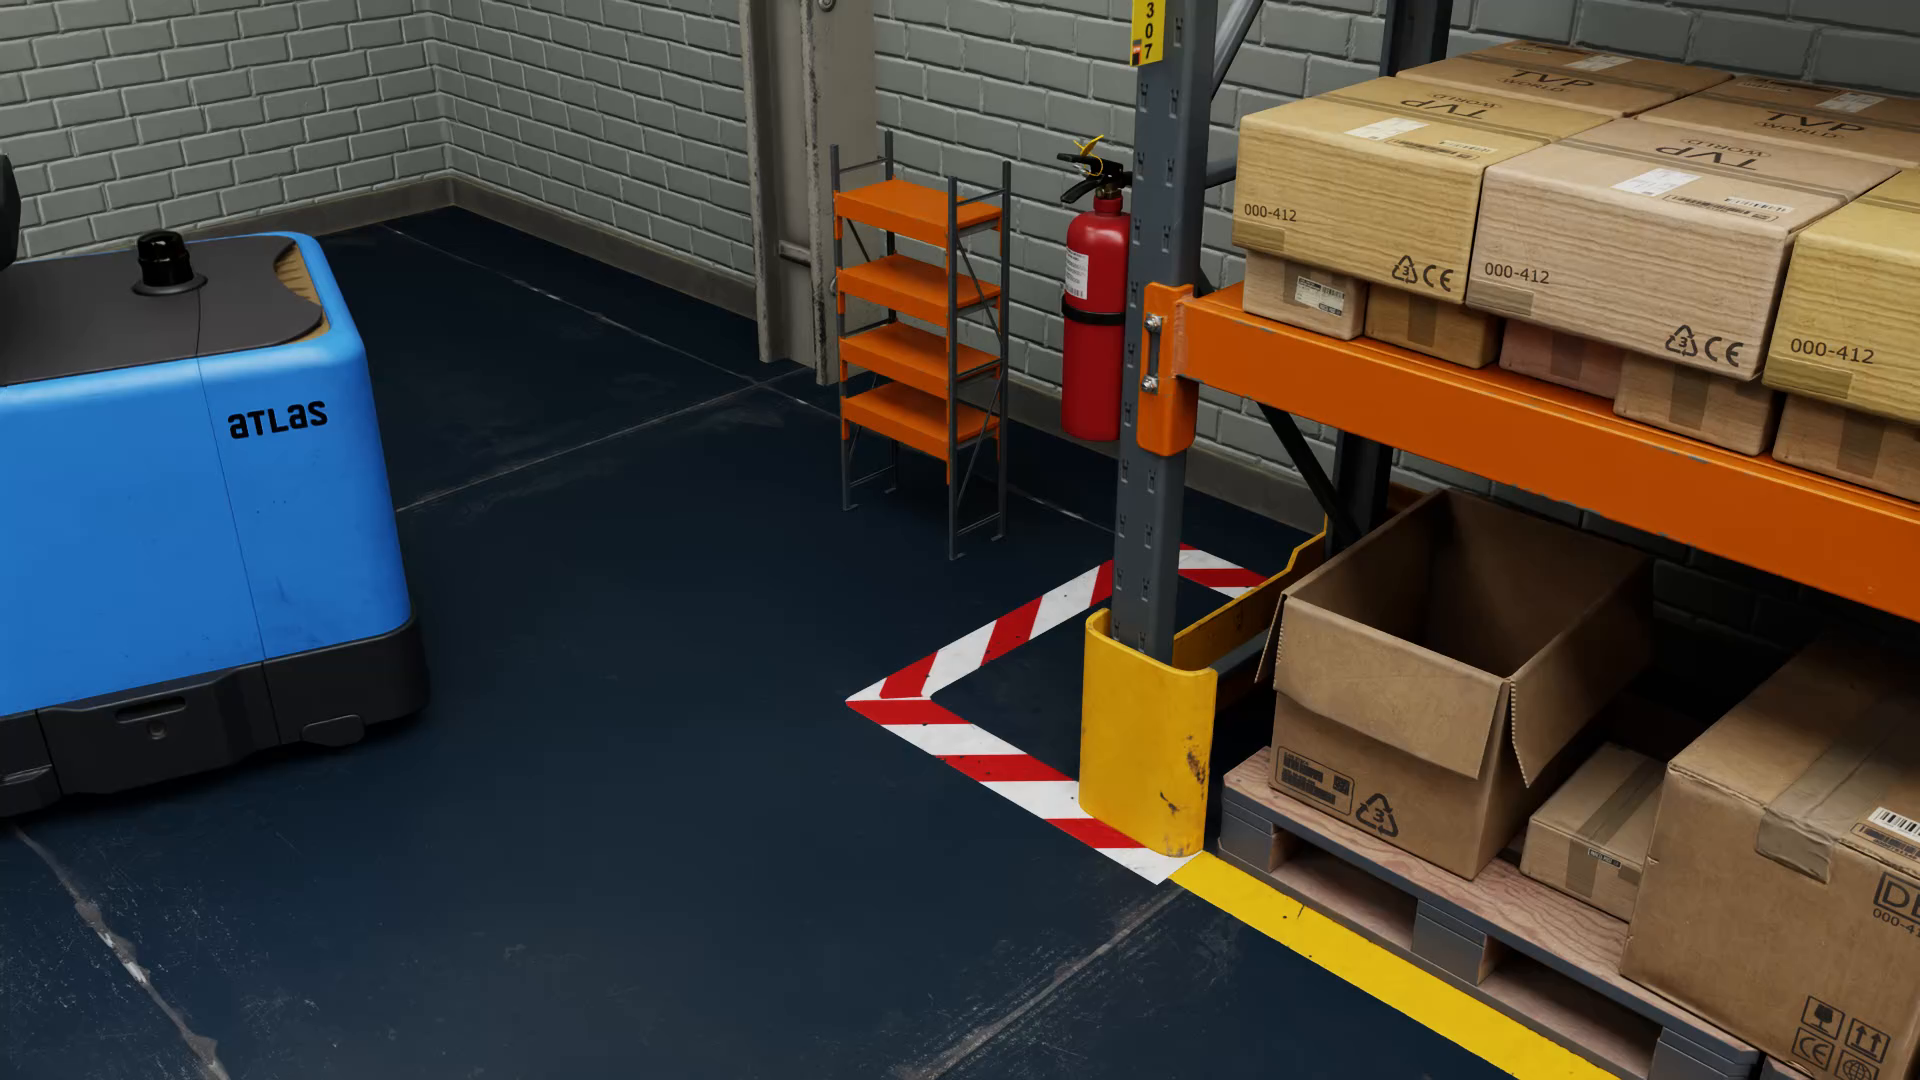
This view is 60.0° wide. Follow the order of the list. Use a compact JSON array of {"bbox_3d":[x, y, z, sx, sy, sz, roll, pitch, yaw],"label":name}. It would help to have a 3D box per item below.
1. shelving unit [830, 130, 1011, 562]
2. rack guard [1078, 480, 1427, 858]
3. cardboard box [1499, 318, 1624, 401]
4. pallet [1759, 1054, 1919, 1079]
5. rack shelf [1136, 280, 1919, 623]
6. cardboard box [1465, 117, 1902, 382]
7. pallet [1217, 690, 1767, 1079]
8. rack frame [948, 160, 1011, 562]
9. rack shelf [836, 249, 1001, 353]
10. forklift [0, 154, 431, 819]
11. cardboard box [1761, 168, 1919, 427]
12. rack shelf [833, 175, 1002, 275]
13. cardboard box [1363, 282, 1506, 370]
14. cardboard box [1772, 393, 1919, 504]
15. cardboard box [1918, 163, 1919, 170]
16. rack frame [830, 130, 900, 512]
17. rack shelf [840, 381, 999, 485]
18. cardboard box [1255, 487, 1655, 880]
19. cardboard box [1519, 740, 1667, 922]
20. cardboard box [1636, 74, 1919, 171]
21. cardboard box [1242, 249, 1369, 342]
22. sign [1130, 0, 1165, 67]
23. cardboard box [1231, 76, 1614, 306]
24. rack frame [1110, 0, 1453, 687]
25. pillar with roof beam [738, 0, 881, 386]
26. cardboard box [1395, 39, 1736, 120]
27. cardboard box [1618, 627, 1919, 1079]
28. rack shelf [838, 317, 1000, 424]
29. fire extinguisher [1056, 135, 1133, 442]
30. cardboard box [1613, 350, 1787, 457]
[{"bbox_3d":[-0.118,-0.585,5.073,0.503,1.200,0.258,25,36,38],"label":"shelving unit"},{"bbox_3d":[0.793,0.277,4.185,0.348,0.500,1.175,25,36,38],"label":"rack guard"},{"bbox_3d":[1.206,-0.402,3.062,0.250,0.149,0.380,24,36,38],"label":"cardboard box"},{"bbox_3d":[2.228,1.063,3.002,1.213,0.211,1.003,25,36,38],"label":"pallet"},{"bbox_3d":[2.165,0.117,2.577,4.000,0.370,1.077,25,36,38],"label":"rack shelf"},{"bbox_3d":[1.233,-0.517,2.852,0.500,0.250,0.500,-25,37,-39],"label":"cardboard box"},{"bbox_3d":[1.362,0.665,3.758,1.213,0.211,1.003,25,36,38],"label":"pallet"},{"bbox_3d":[0.056,-0.505,4.922,0.015,1.200,0.240,25,36,38],"label":"rack frame"},{"bbox_3d":[-0.118,-0.724,5.001,0.480,0.148,0.258,25,36,38],"label":"rack shelf"},{"bbox_3d":[-2.935,-0.717,3.464,3.031,2.935,1.130,-12,30,-22],"label":"forklift"},{"bbox_3d":[1.597,-0.353,2.540,0.500,0.250,0.500,24,36,37],"label":"cardboard box"},{"bbox_3d":[-0.118,-0.933,4.891,0.480,0.148,0.258,25,36,38],"label":"rack shelf"},{"bbox_3d":[0.995,-0.477,3.203,0.380,0.149,0.250,-24,36,-38],"label":"cardboard box"},{"bbox_3d":[1.537,-0.215,2.706,0.380,0.149,0.250,-25,36,-38],"label":"cardboard box"},{"bbox_3d":[1.969,-0.525,2.867,0.500,0.250,0.500,-24,36,-38],"label":"cardboard box"},{"bbox_3d":[-0.292,-0.665,5.225,0.015,1.200,0.240,25,36,38],"label":"rack frame"},{"bbox_3d":[-0.118,-0.350,5.197,0.480,0.148,0.258,25,36,38],"label":"rack shelf"},{"bbox_3d":[1.108,0.296,3.695,0.637,0.503,0.797,23,35,37],"label":"cardboard box"},{"bbox_3d":[1.384,0.605,3.489,0.250,0.149,0.380,23,35,37],"label":"cardboard box"},{"bbox_3d":[1.620,-0.688,3.178,0.500,0.250,0.500,25,36,39],"label":"cardboard box"},{"bbox_3d":[0.781,-0.544,3.332,0.250,0.149,0.380,24,36,38],"label":"cardboard box"},{"bbox_3d":[0.358,-1.057,3.107,0.005,0.325,0.100,25,36,38],"label":"sign"},{"bbox_3d":[0.873,-0.682,3.165,0.500,0.250,0.500,25,37,39],"label":"cardboard box"},{"bbox_3d":[0.739,-0.854,3.651,0.127,3.000,1.000,25,36,38],"label":"rack frame"},{"bbox_3d":[-3.570,-3.259,1.779,0.400,9.000,9.100,25,36,38],"label":"pillar with roof beam"},{"bbox_3d":[1.253,-0.857,3.498,0.500,0.250,0.500,-24,36,-38],"label":"cardboard box"},{"bbox_3d":[1.691,0.590,3.140,0.700,0.500,0.500,-24,36,-37],"label":"cardboard box"},{"bbox_3d":[-0.118,-0.526,5.105,0.480,0.148,0.258,25,36,38],"label":"rack shelf"},{"bbox_3d":[0.310,-0.549,3.555,0.183,0.674,0.296,25,36,38],"label":"fire extinguisher"},{"bbox_3d":[1.344,-0.300,2.867,0.380,0.149,0.250,-24,36,-38],"label":"cardboard box"}]
